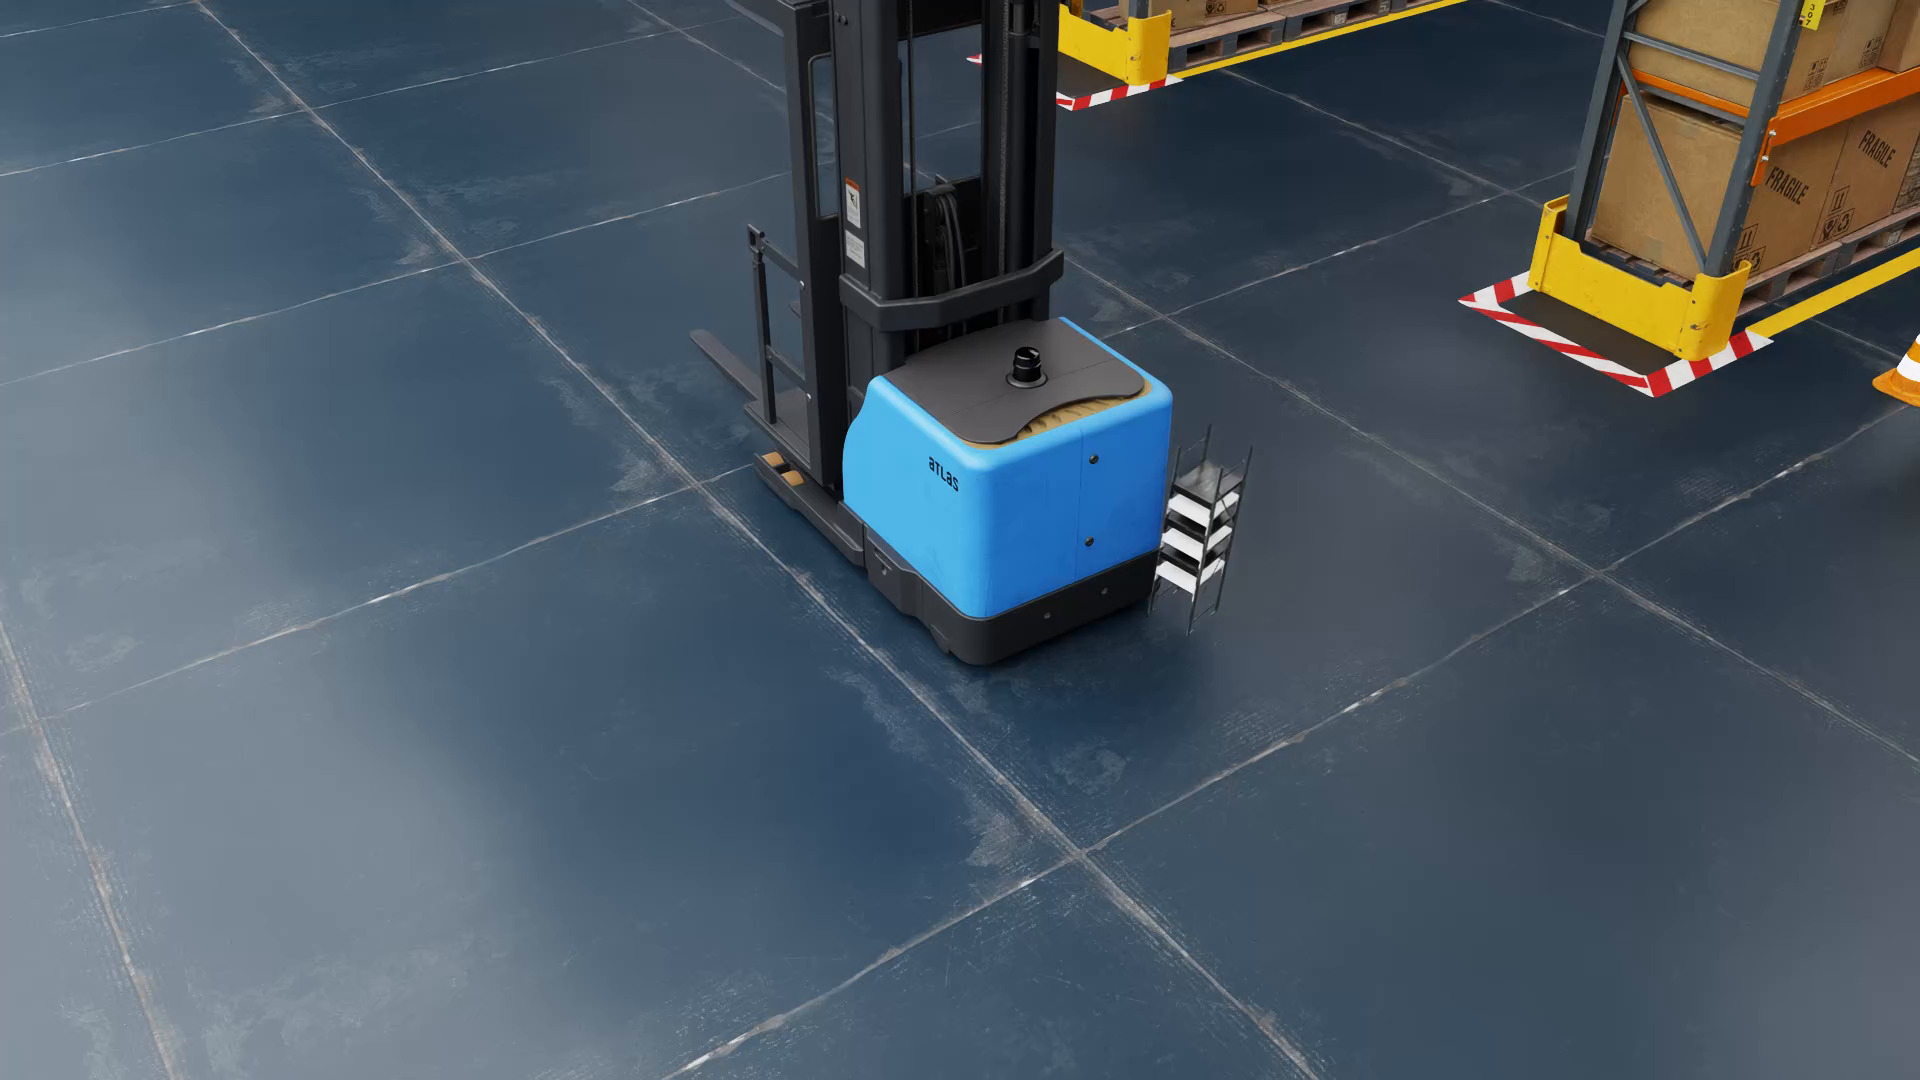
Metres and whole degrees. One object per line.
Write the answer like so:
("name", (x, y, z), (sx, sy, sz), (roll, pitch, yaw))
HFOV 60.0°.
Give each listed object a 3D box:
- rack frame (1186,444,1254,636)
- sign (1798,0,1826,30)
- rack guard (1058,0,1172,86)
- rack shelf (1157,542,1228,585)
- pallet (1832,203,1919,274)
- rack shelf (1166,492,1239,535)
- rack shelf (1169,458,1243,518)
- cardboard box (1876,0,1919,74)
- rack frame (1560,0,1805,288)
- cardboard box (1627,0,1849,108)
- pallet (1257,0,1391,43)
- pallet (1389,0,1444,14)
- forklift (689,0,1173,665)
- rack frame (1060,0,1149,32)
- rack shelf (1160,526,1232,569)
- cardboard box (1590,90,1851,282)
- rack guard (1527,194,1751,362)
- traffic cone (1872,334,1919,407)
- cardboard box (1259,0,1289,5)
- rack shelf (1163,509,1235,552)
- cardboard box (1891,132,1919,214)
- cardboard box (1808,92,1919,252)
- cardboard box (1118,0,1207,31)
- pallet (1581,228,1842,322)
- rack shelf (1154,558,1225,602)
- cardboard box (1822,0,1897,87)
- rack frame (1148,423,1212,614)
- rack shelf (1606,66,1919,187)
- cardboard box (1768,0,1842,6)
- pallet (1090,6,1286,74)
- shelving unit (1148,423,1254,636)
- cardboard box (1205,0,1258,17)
("rack frame", (1.084, 0.012, 6.964), (0.006, 0.900, 0.240), (31, 46, 29))
("sign", (4.147, -2.642, 8.045), (0.005, 0.325, 0.100), (-22, 41, -28))
("rack guard", (1.120, -3.937, 12.796), (0.348, 0.500, 1.175), (-22, 41, -28))
("rack shelf", (0.999, 0.062, 7.090), (0.200, 0.077, 0.258), (31, 46, 29))
("pallet", (5.438, -2.107, 10.499), (1.213, 0.211, 1.003), (-22, 41, -28))
("rack shelf", (1.016, -0.147, 6.921), (0.200, 0.077, 0.258), (31, 46, 29))
("rack shelf", (1.022, -0.217, 6.864), (0.200, 0.077, 0.258), (31, 46, 29))
("cardboard box", (5.077, -3.056, 9.302), (0.550, 0.550, 0.875), (-22, 41, -28))
("rack frame", (3.833, -2.525, 8.692), (0.127, 3.000, 1.000), (-22, 41, -28))
("cardboard box", (4.110, -2.732, 8.852), (0.550, 0.550, 0.875), (-22, 41, -28))
("pallet", (2.801, -4.484, 13.804), (1.213, 0.211, 1.003), (-22, 41, -28))
("pallet", (3.799, -4.897, 14.378), (1.213, 0.211, 1.003), (-22, 41, -28))
("forklift", (-0.342, -1.494, 7.317), (1.130, 2.935, 3.031), (-21, 41, -27))
("rack frame", (1.058, -4.926, 12.031), (0.127, 3.000, 1.000), (-22, 41, -28))
("rack shelf", (1.005, -0.007, 7.034), (0.200, 0.077, 0.258), (31, 46, 29))
("cardboard box", (4.349, -2.093, 9.551), (0.875, 0.875, 0.875), (-22, 41, -28))
("rack guard", (3.813, -1.502, 9.410), (0.348, 0.500, 1.175), (-22, 41, -28))
("traffic cone", (5.085, -0.996, 8.739), (0.334, 0.463, 0.336), (-22, 41, -28))
("cardboard box", (2.570, -4.703, 13.501), (0.500, 0.500, 0.500), (-18, 40, -24))
("rack shelf", (1.010, -0.077, 6.977), (0.200, 0.077, 0.258), (31, 46, 29))
("cardboard box", (5.813, -2.695, 10.389), (0.875, 0.875, 0.875), (-22, 41, -28))
("cardboard box", (5.067, -2.390, 9.963), (0.875, 0.875, 0.875), (-23, 42, -29))
("cardboard box", (1.578, -4.284, 12.919), (0.500, 0.500, 0.500), (-15, 38, -20))
("pallet", (4.441, -1.699, 9.932), (1.213, 0.211, 1.003), (-22, 41, -28))
("rack shelf", (0.993, 0.132, 7.146), (0.200, 0.077, 0.258), (31, 46, 29))
("cardboard box", (4.547, -2.928, 9.123), (0.550, 0.550, 0.875), (-22, 41, -28))
("rack frame", (0.930, -0.079, 7.061), (0.006, 0.900, 0.240), (31, 46, 29))
("rack shelf", (5.467, -2.906, 9.837), (4.000, 0.370, 1.077), (-22, 41, -28))
("cardboard box", (4.158, -3.131, 8.481), (0.550, 0.550, 0.875), (-22, 41, -28))
("pallet", (1.805, -4.076, 13.237), (1.213, 0.211, 1.003), (-22, 41, -28))
("shelving unit", (1.007, -0.033, 7.013), (0.210, 0.900, 0.258), (31, 46, 29))
("cardboard box", (2.047, -4.501, 13.221), (0.500, 0.500, 0.500), (-12, 37, -16))
